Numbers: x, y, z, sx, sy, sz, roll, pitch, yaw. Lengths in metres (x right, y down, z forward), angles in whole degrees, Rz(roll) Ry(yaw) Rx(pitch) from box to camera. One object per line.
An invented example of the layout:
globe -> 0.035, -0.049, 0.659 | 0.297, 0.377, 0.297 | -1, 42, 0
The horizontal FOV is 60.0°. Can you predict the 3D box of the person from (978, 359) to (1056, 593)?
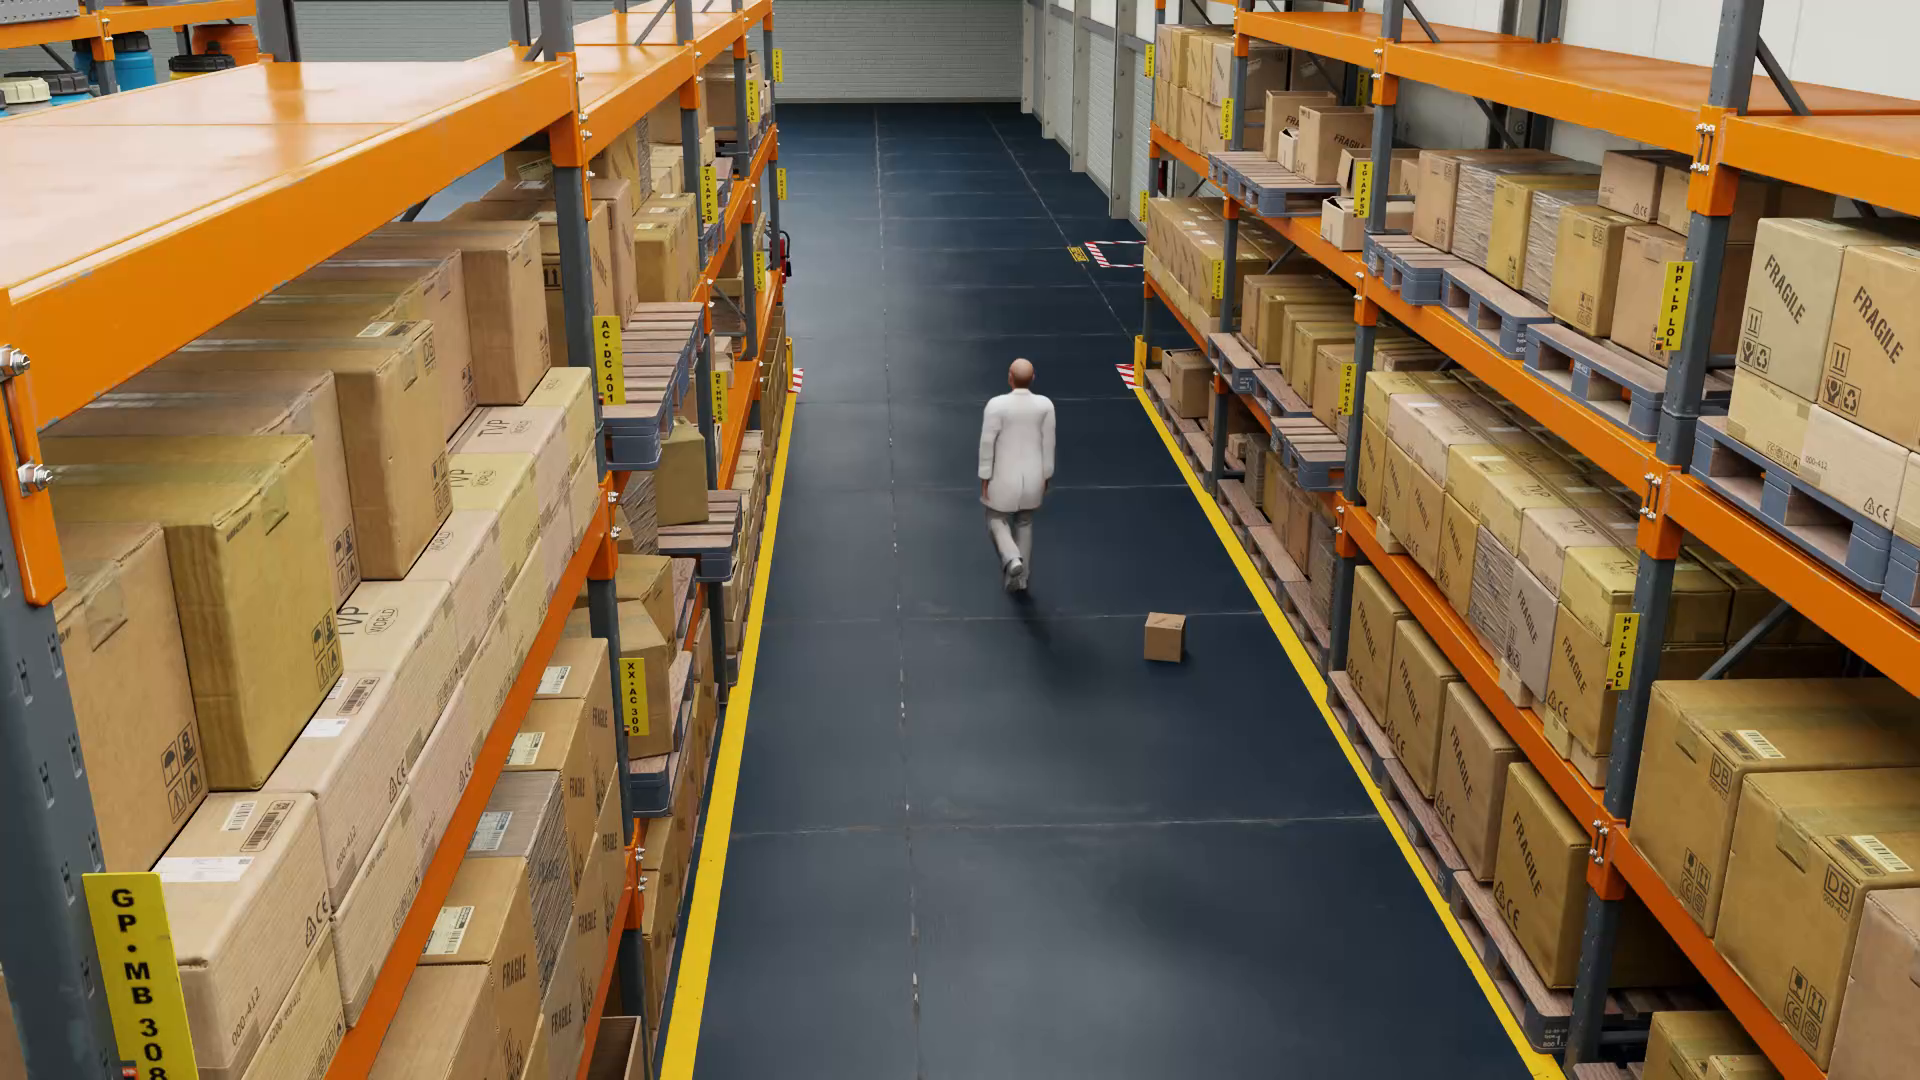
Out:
person -> 0.423, -0.456, 12.269 | 0.588, 1.764, 0.677 | -4, 21, -12
